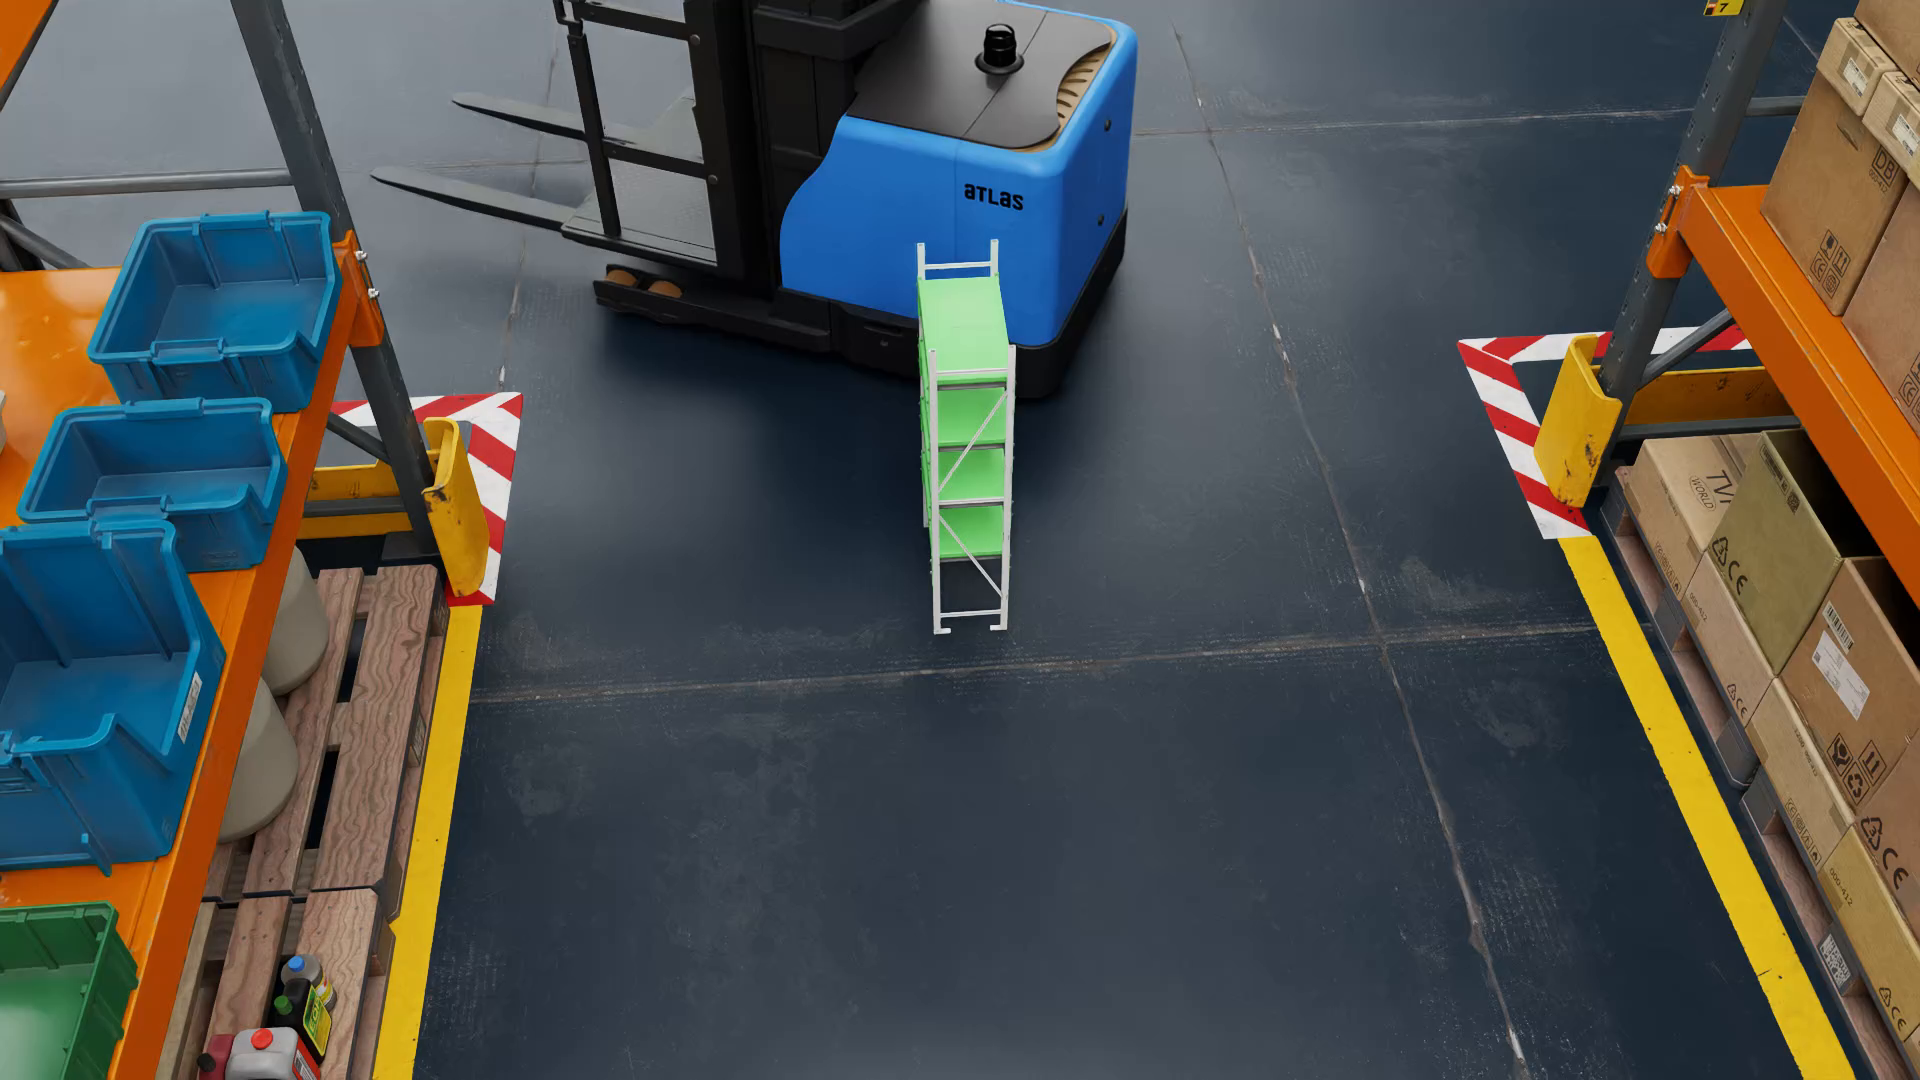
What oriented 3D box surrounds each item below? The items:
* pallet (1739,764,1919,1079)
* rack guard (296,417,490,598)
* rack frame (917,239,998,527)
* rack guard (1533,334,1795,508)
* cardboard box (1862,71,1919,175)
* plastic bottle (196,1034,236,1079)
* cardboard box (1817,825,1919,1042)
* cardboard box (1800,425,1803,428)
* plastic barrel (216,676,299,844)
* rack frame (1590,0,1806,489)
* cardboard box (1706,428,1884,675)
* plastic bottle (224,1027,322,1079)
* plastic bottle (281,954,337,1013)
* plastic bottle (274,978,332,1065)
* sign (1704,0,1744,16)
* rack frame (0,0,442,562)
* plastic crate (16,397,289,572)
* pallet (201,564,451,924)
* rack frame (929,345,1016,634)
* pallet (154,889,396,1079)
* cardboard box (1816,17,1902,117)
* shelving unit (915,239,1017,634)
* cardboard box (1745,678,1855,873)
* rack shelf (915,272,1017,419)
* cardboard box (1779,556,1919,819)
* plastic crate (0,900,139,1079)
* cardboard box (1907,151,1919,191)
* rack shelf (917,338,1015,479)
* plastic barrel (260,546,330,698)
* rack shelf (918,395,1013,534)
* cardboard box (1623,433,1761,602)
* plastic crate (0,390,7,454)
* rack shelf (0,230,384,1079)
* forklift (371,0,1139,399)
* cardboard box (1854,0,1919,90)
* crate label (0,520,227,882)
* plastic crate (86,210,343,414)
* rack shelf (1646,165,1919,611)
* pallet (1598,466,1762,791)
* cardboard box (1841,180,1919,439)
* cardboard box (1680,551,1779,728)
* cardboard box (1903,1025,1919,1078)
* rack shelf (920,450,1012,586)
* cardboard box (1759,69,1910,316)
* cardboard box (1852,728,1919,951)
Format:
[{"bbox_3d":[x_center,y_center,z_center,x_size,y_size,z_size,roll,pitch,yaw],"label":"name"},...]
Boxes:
[{"bbox_3d":[2.885,1.106,4.557,1.003,0.211,1.213,-3,47,-3],"label":"pallet"},{"bbox_3d":[-2.203,-0.074,5.476,1.175,0.500,0.348,-3,47,-3],"label":"rack guard"},{"bbox_3d":[-0.007,-0.469,5.368,0.240,1.200,0.015,-3,47,-3],"label":"rack frame"},{"bbox_3d":[2.678,-0.442,5.824,1.175,0.500,0.348,-3,47,-3],"label":"rack guard"},{"bbox_3d":[2.523,-1.054,4.166,0.380,0.149,0.250,-5,47,-4],"label":"cardboard box"},{"bbox_3d":[-1.778,1.290,4.030,0.061,0.283,0.133,-3,47,-3],"label":"plastic bottle"},{"bbox_3d":[2.627,1.004,4.338,0.500,0.250,0.500,-3,47,-3],"label":"cardboard box"},{"bbox_3d":[3.022,-0.371,5.123,0.500,0.500,0.500,-3,47,-3],"label":"cardboard box"},{"bbox_3d":[-2.083,0.559,4.578,0.421,0.512,0.421,0,47,0],"label":"plastic barrel"},{"bbox_3d":[2.680,-1.284,4.900,1.000,3.000,0.127,-3,47,-3],"label":"rack frame"},{"bbox_3d":[2.547,0.022,4.751,0.500,0.500,0.500,-3,47,-3],"label":"cardboard box"},{"bbox_3d":[-1.672,1.286,4.039,0.152,0.276,0.135,-3,47,-3],"label":"plastic bottle"},{"bbox_3d":[-1.665,1.127,4.241,0.097,0.201,0.097,0,47,0],"label":"plastic bottle"},{"bbox_3d":[-1.637,1.183,4.132,0.061,0.283,0.133,-2,47,-2],"label":"plastic bottle"},{"bbox_3d":[2.127,-1.580,4.529,0.100,0.325,0.005,-3,47,-3],"label":"sign"},{"bbox_3d":[-2.256,-0.986,4.618,1.000,3.000,0.127,-3,47,-3],"label":"rack frame"},{"bbox_3d":[-1.867,-0.120,3.901,0.499,0.251,0.408,-3,47,-3],"label":"plastic crate"},{"bbox_3d":[-2.140,0.613,5.024,1.003,0.211,1.213,-3,47,-3],"label":"pallet"},{"bbox_3d":[0.034,-0.116,5.034,0.240,1.200,0.015,-3,47,-3],"label":"rack frame"},{"bbox_3d":[-2.041,1.494,4.190,1.003,0.211,1.213,-3,47,-3],"label":"pallet"},{"bbox_3d":[2.499,-1.245,4.347,0.380,0.149,0.250,-4,47,-4],"label":"cardboard box"},{"bbox_3d":[0.014,-0.293,5.201,0.258,1.200,0.503,-3,47,-3],"label":"shelving unit"},{"bbox_3d":[2.590,0.642,4.681,0.500,0.250,0.500,-3,47,-3],"label":"cardboard box"},{"bbox_3d":[0.014,-0.579,4.899,0.258,0.148,0.480,-3,47,-3],"label":"rack shelf"},{"bbox_3d":[2.602,0.383,4.409,0.500,0.500,0.500,-3,47,-3],"label":"cardboard box"},{"bbox_3d":[-1.754,0.982,2.900,0.450,0.188,0.662,-3,47,-3],"label":"plastic crate"},{"bbox_3d":[2.543,-0.873,3.995,0.380,0.149,0.250,-3,47,-3],"label":"cardboard box"},{"bbox_3d":[0.014,-0.414,5.073,0.258,0.148,0.480,-3,47,-3],"label":"rack shelf"},{"bbox_3d":[-2.125,0.197,4.922,0.421,0.512,0.421,0,47,0],"label":"plastic barrel"},{"bbox_3d":[0.014,-0.249,5.247,0.258,0.148,0.480,-3,47,-3],"label":"rack shelf"},{"bbox_3d":[2.503,-0.082,5.366,0.500,0.250,0.500,-3,47,-3],"label":"cardboard box"},{"bbox_3d":[-2.502,-0.228,4.082,0.298,0.136,0.250,-3,47,-3],"label":"plastic crate"},{"bbox_3d":[-2.089,0.709,3.508,1.077,0.370,4.000,-3,47,-3],"label":"rack shelf"},{"bbox_3d":[-0.906,-2.203,5.817,3.031,2.935,1.130,15,48,14],"label":"forklift"},{"bbox_3d":[2.711,-1.388,4.036,0.700,0.500,0.500,-3,47,-3],"label":"cardboard box"},{"bbox_3d":[-1.832,0.317,3.359,0.502,0.435,0.616,-3,47,-3],"label":"crate label"},{"bbox_3d":[-1.916,-0.591,4.346,0.499,0.251,0.616,-3,47,-3],"label":"plastic crate"},{"bbox_3d":[2.848,0.410,3.791,1.077,0.370,4.000,-3,47,-3],"label":"rack shelf"},{"bbox_3d":[2.786,0.225,5.391,1.003,0.211,1.213,-3,47,-3],"label":"pallet"},{"bbox_3d":[2.755,-0.600,4.184,0.700,0.500,0.500,-2,47,-2],"label":"cardboard box"},{"bbox_3d":[2.549,0.280,5.023,0.500,0.250,0.500,-3,47,-3],"label":"cardboard box"},{"bbox_3d":[2.670,1.366,3.995,0.500,0.250,0.500,-3,47,-3],"label":"cardboard box"},{"bbox_3d":[0.014,-0.084,5.422,0.258,0.148,0.480,-3,47,-3],"label":"rack shelf"},{"bbox_3d":[2.707,-0.980,4.543,0.700,0.500,0.500,-3,47,-3],"label":"cardboard box"},{"bbox_3d":[2.626,0.746,4.066,0.500,0.500,0.500,-3,47,-3],"label":"cardboard box"}]
